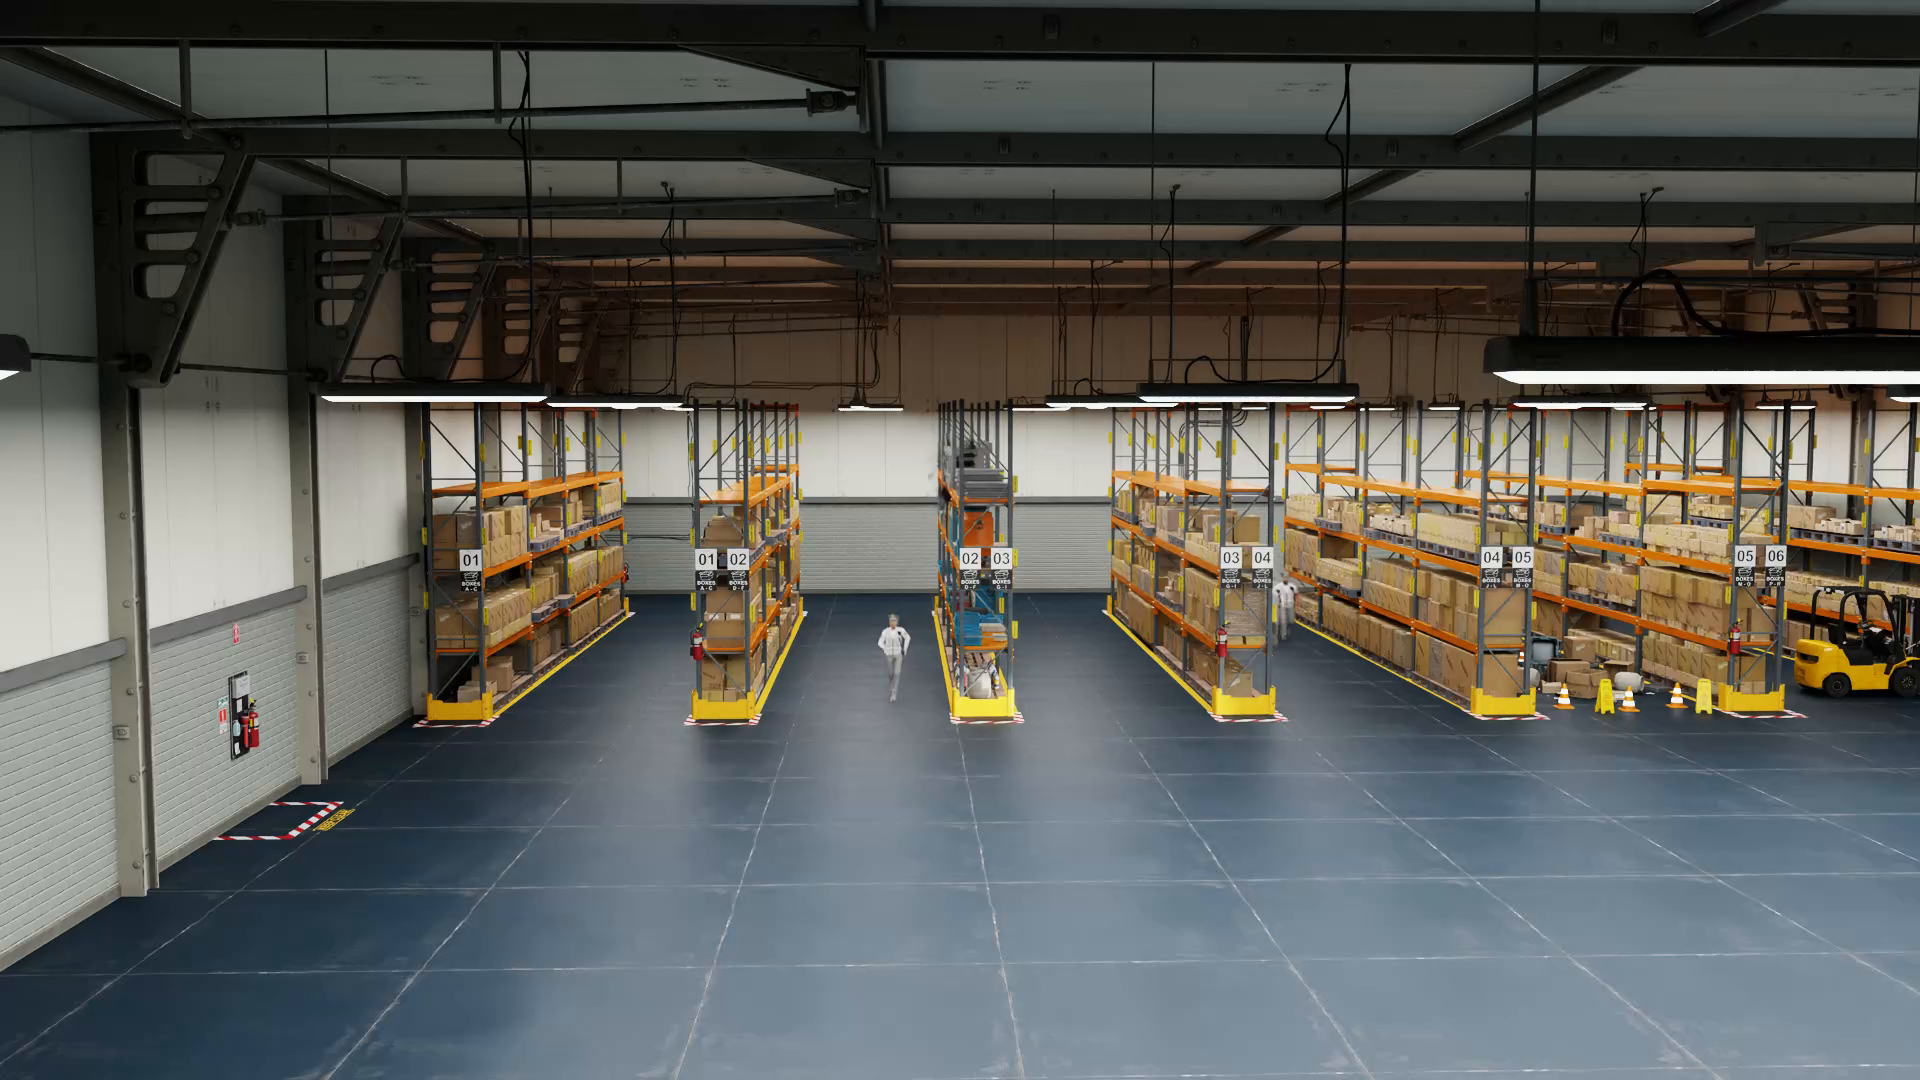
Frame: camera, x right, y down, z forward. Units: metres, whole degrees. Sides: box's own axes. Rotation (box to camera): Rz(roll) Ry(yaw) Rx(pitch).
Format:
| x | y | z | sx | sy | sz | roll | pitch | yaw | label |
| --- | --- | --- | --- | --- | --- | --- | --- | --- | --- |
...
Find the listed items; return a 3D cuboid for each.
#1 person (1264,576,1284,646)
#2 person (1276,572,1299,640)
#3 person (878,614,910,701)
| x | y | z | sx | sy | sz | roll | pitch | yaw | label |
| --- | --- | --- | --- | --- | --- | --- | --- | --- | --- |
| 7.754 | 1.739 | 41.380 | 0.621 | 1.722 | 0.919 | 0 | 4 | -2 | person |
| 8.242 | 1.658 | 42.045 | 0.713 | 1.728 | 0.587 | 0 | 4 | 0 | person |
| -1.331 | 2.336 | 33.522 | 0.626 | 1.706 | 0.921 | 0 | 4 | 4 | person |
